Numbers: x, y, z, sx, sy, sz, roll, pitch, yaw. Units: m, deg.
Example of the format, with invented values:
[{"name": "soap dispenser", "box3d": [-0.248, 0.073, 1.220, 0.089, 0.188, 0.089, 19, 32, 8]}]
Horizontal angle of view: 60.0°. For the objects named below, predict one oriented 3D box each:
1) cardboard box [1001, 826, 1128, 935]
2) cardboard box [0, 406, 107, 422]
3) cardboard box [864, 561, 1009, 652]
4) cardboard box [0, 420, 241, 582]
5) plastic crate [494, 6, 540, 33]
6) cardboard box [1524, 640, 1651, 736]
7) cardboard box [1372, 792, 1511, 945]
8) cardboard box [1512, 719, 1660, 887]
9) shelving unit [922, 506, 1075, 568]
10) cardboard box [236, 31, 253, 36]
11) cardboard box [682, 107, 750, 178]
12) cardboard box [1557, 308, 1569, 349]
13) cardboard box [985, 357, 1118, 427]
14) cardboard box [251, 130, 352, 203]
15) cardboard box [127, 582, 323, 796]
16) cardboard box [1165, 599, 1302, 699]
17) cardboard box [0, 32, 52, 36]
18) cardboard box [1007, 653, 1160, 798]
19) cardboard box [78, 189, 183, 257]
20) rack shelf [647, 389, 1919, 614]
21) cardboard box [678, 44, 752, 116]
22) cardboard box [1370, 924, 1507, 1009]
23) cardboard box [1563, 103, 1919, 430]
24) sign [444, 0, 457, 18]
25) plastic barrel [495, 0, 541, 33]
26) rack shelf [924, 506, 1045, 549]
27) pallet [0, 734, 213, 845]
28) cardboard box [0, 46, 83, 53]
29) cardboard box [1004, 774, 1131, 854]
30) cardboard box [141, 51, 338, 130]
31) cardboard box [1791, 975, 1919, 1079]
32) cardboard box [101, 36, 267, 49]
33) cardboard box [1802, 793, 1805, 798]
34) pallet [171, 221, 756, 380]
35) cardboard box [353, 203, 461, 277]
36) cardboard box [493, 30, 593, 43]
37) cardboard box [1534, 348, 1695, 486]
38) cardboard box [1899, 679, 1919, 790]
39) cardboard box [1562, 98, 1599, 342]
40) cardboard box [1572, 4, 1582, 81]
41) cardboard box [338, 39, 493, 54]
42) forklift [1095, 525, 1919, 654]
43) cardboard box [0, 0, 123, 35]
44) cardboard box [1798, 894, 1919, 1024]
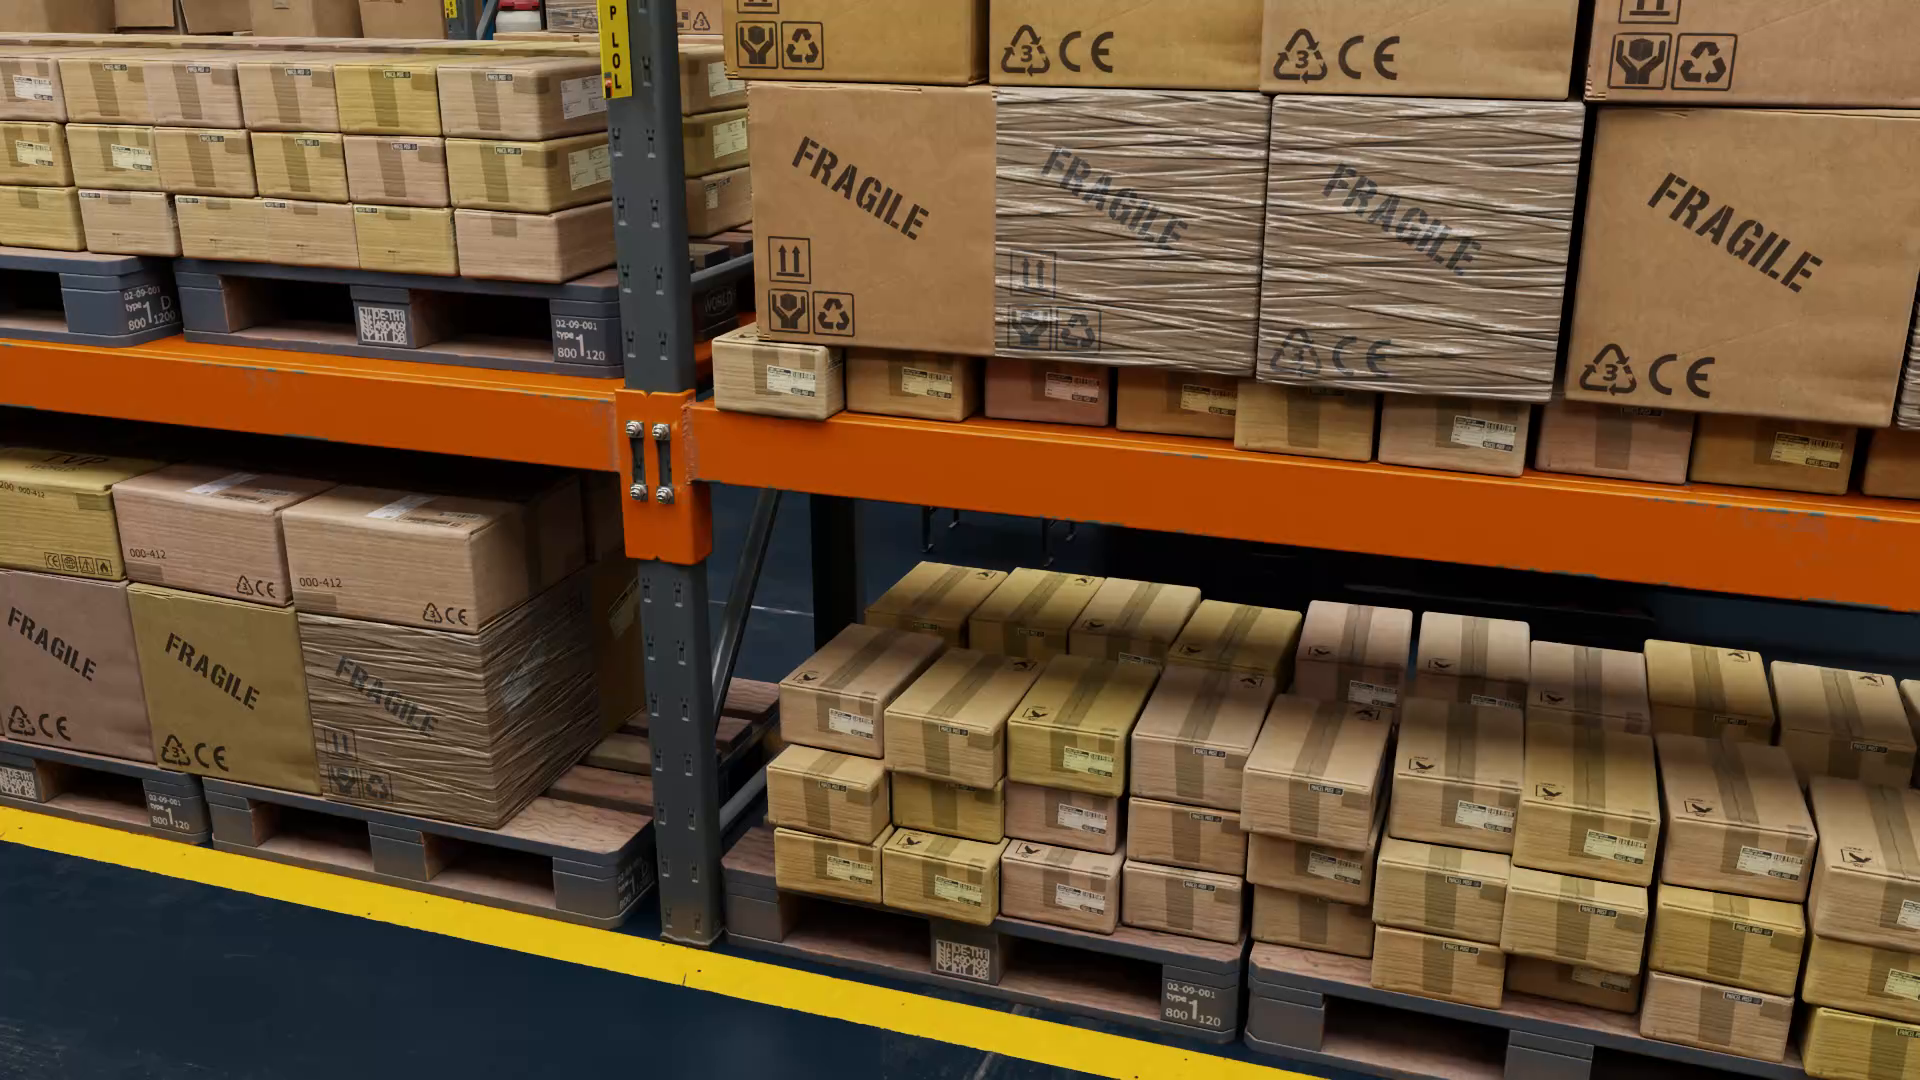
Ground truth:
[{"name": "cardboard box", "box3d": [0.265, 0.699, 3.708, 0.250, 0.149, 0.380, 6, 20, 18]}, {"name": "cardboard box", "box3d": [-2.567, -0.329, 4.983, 0.500, 0.250, 0.500, 7, 20, 19]}, {"name": "cardboard box", "box3d": [-0.055, 0.197, 4.245, 0.250, 0.149, 0.380, 7, 20, 20]}, {"name": "cardboard box", "box3d": [-2.248, -0.114, 4.367, 0.500, 0.250, 0.500, 6, 20, 16]}, {"name": "plastic crate", "box3d": [-4.127, -4.636, 15.223, 0.583, 0.464, 0.402, 7, 20, 18]}, {"name": "cardboard box", "box3d": [1.400, 0.375, 3.731, 0.250, 0.149, 0.380, 7, 20, 18]}, {"name": "cardboard box", "box3d": [0.995, 0.647, 3.405, 0.250, 0.149, 0.380, 6, 20, 18]}, {"name": "cardboard box", "box3d": [1.249, 0.517, 3.324, 0.250, 0.149, 0.380, 7, 20, 18]}, {"name": "shelving unit", "box3d": [0.156, -0.974, 6.179, 0.503, 2.100, 0.431, 7, 20, 18]}, {"name": "cardboard box", "box3d": [-4.196, -2.822, 9.682, 0.258, 0.266, 0.396, 6, 20, 17]}, {"name": "cardboard box", "box3d": [-0.698, -1.034, 4.276, 0.250, 0.149, 0.380, 7, 20, 19]}, {"name": "cardboard box", "box3d": [1.371, -0.405, 3.562, 0.250, 0.149, 0.380, 7, 20, 19]}, {"name": "cardboard box", "box3d": [0.221, -0.360, 3.433, 0.250, 0.149, 0.380, 6, 20, 16]}, {"name": "cardboard box", "box3d": [-1.400, -0.885, 3.851, 0.250, 0.149, 0.380, 7, 21, 20]}, {"name": "cardboard box", "box3d": [-1.743, 0.297, 4.327, 0.500, 0.500, 0.500, 6, 20, 17]}, {"name": "cardboard box", "box3d": [0.656, 0.289, 3.980, 0.250, 0.149, 0.380, 7, 20, 20]}, {"name": "cardboard box", "box3d": [-2.904, -1.426, 4.951, 0.250, 0.149, 0.380, 7, 20, 20]}, {"name": "cardboard box", "box3d": [0.277, 0.401, 3.659, 0.250, 0.149, 0.380, 6, 20, 17]}, {"name": "cardboard box", "box3d": [-1.898, -0.800, 4.057, 0.250, 0.149, 0.380, 6, 20, 16]}, {"name": "rack shelf", "box3d": [1.413, -0.072, 3.319, 4.000, 0.370, 1.077, 7, 20, 18]}, {"name": "cardboard box", "box3d": [-0.698, -1.174, 4.227, 0.250, 0.149, 0.380, 8, 21, 21]}, {"name": "cardboard box", "box3d": [1.001, 0.787, 3.455, 0.250, 0.149, 0.380, 6, 20, 17]}, {"name": "cardboard box", "box3d": [1.359, -0.518, 2.902, 0.500, 0.500, 0.500, 8, 21, 21]}, {"name": "sign", "box3d": [-2.701, -2.931, 8.788, 0.005, 0.325, 0.100, 7, 20, 18]}, {"name": "plastic barrel", "box3d": [-3.853, -4.456, 14.596, 0.433, 0.535, 0.433, 0, 19, 0]}, {"name": "rack shelf", "box3d": [0.156, -0.300, 6.414, 0.480, 0.518, 0.431, 7, 20, 18]}, {"name": "pallet", "box3d": [-2.369, 0.474, 4.896, 1.213, 0.211, 1.003, 7, 20, 18]}, {"name": "cardboard box", "box3d": [-2.406, -1.141, 4.132, 0.250, 0.149, 0.380, 6, 20, 17]}, {"name": "cardboard box", "box3d": [0.271, 0.533, 3.732, 0.250, 0.149, 0.380, 6, 20, 18]}, {"name": "cardboard box", "box3d": [-1.665, -1.057, 3.891, 0.250, 0.149, 0.380, 6, 20, 18]}, {"name": "cardboard box", "box3d": [1.740, 0.878, 3.194, 0.250, 0.149, 0.380, 6, 20, 16]}, {"name": "cardboard box", "box3d": [-2.175, -1.341, 4.707, 0.250, 0.149, 0.380, 7, 20, 20]}, {"name": "cardboard box", "box3d": [1.902, 0.569, 3.629, 0.250, 0.149, 0.380, 6, 20, 15]}, {"name": "pallet", "box3d": [-1.151, -0.665, 4.219, 1.213, 0.211, 1.003, 7, 20, 18]}, {"name": "cardboard box", "box3d": [-1.162, -0.717, 3.819, 0.250, 0.149, 0.380, 7, 20, 18]}, {"name": "cardboard box", "box3d": [-2.162, -2.501, 9.043, 0.500, 0.500, 0.500, 7, 20, 20]}, {"name": "cardboard box", "box3d": [1.212, -0.235, 3.076, 0.250, 0.149, 0.380, 7, 21, 20]}, {"name": "cardboard box", "box3d": [2.161, 0.448, 3.522, 0.250, 0.149, 0.380, 6, 20, 15]}, {"name": "cardboard box", "box3d": [1.513, -0.678, 3.360, 0.500, 0.500, 0.500, 6, 20, 17]}, {"name": "cardboard box", "box3d": [1.025, -1.207, 3.359, 0.500, 0.500, 0.500, 7, 20, 19]}, {"name": "cardboard box", "box3d": [-1.439, -1.259, 4.469, 0.250, 0.149, 0.380, 6, 20, 17]}, {"name": "forklift", "box3d": [2.061, -1.156, 5.536, 3.031, 2.867, 1.129, 5, 20, 15]}, {"name": "cardboard box", "box3d": [-5.606, -3.376, 10.153, 1.000, 1.000, 1.000, 7, 20, 18]}, {"name": "cardboard box", "box3d": [1.725, 0.736, 3.150, 0.250, 0.149, 0.380, 7, 20, 19]}]
